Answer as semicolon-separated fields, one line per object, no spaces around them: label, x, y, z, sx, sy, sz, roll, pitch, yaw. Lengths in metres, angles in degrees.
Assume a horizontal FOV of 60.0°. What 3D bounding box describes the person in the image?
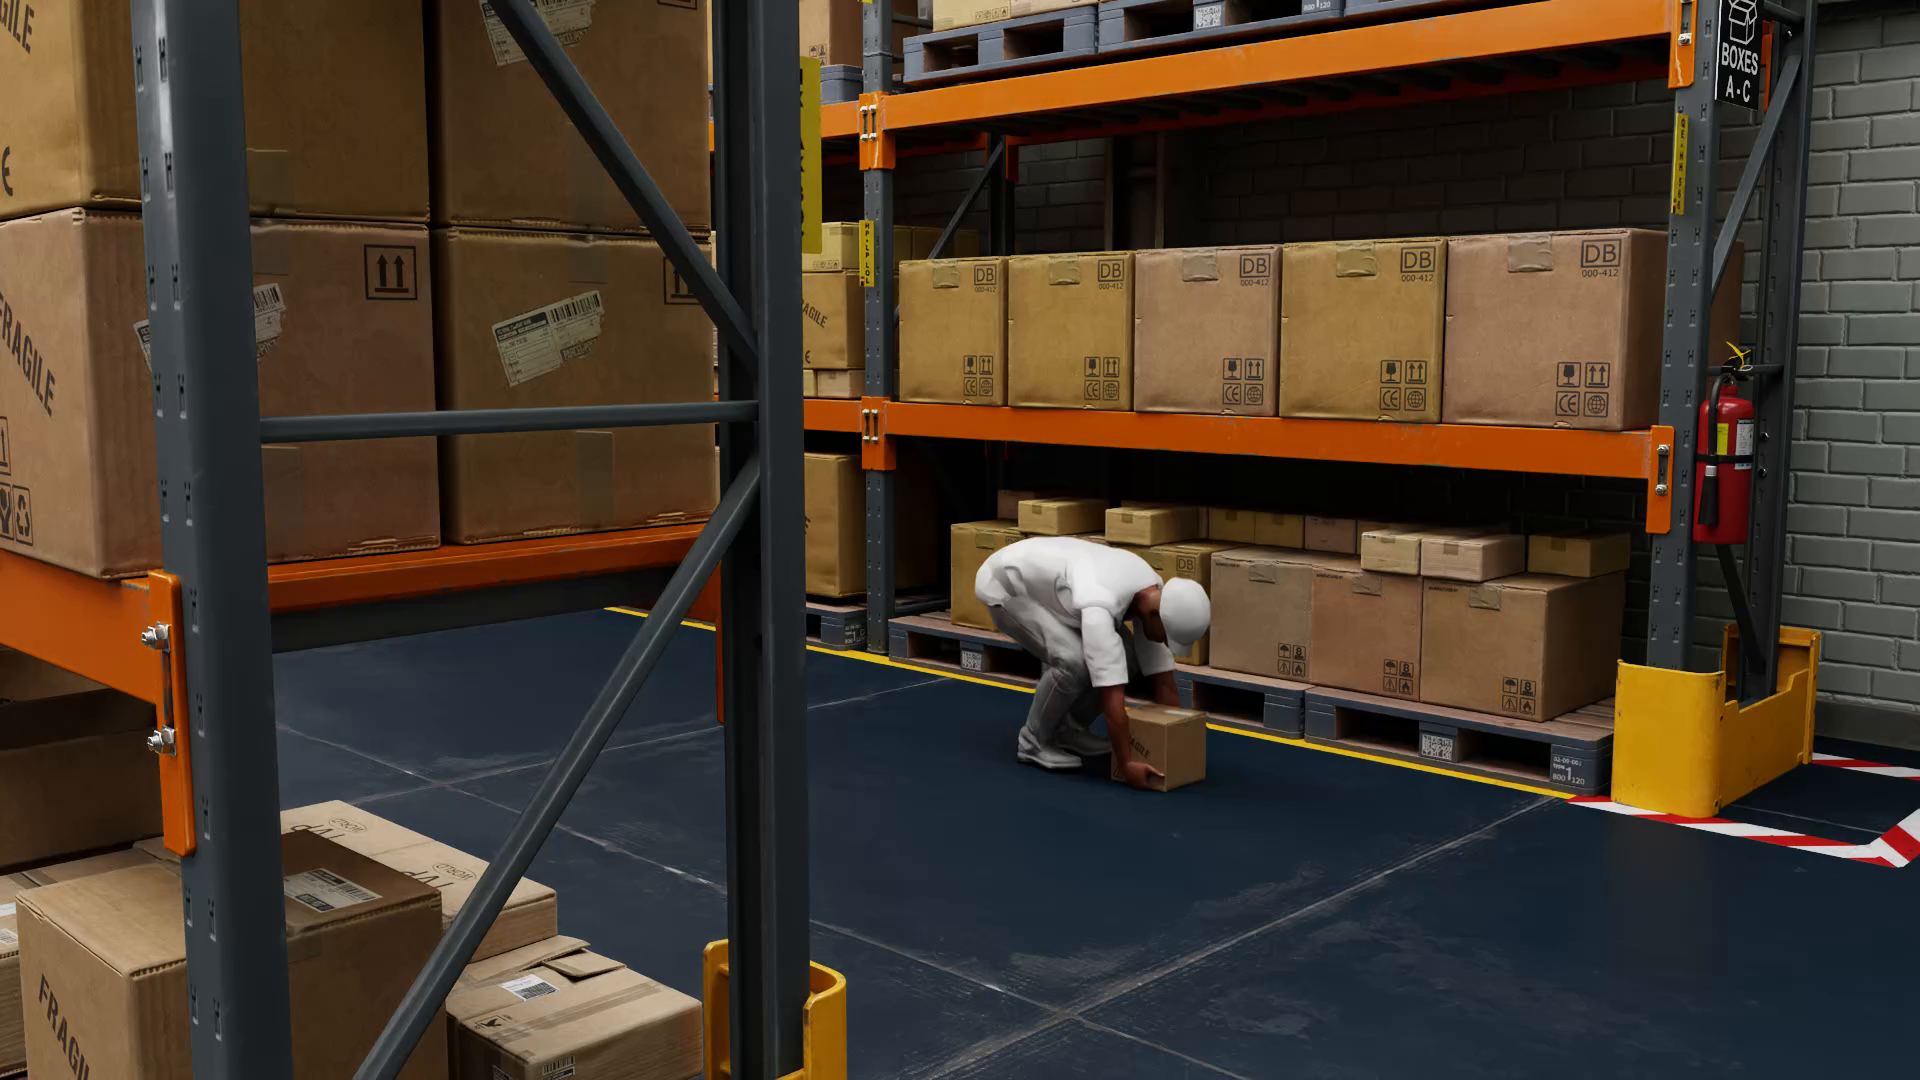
person;0.519;0.439;6.319;0.979;0.886;0.505;6;9;40
